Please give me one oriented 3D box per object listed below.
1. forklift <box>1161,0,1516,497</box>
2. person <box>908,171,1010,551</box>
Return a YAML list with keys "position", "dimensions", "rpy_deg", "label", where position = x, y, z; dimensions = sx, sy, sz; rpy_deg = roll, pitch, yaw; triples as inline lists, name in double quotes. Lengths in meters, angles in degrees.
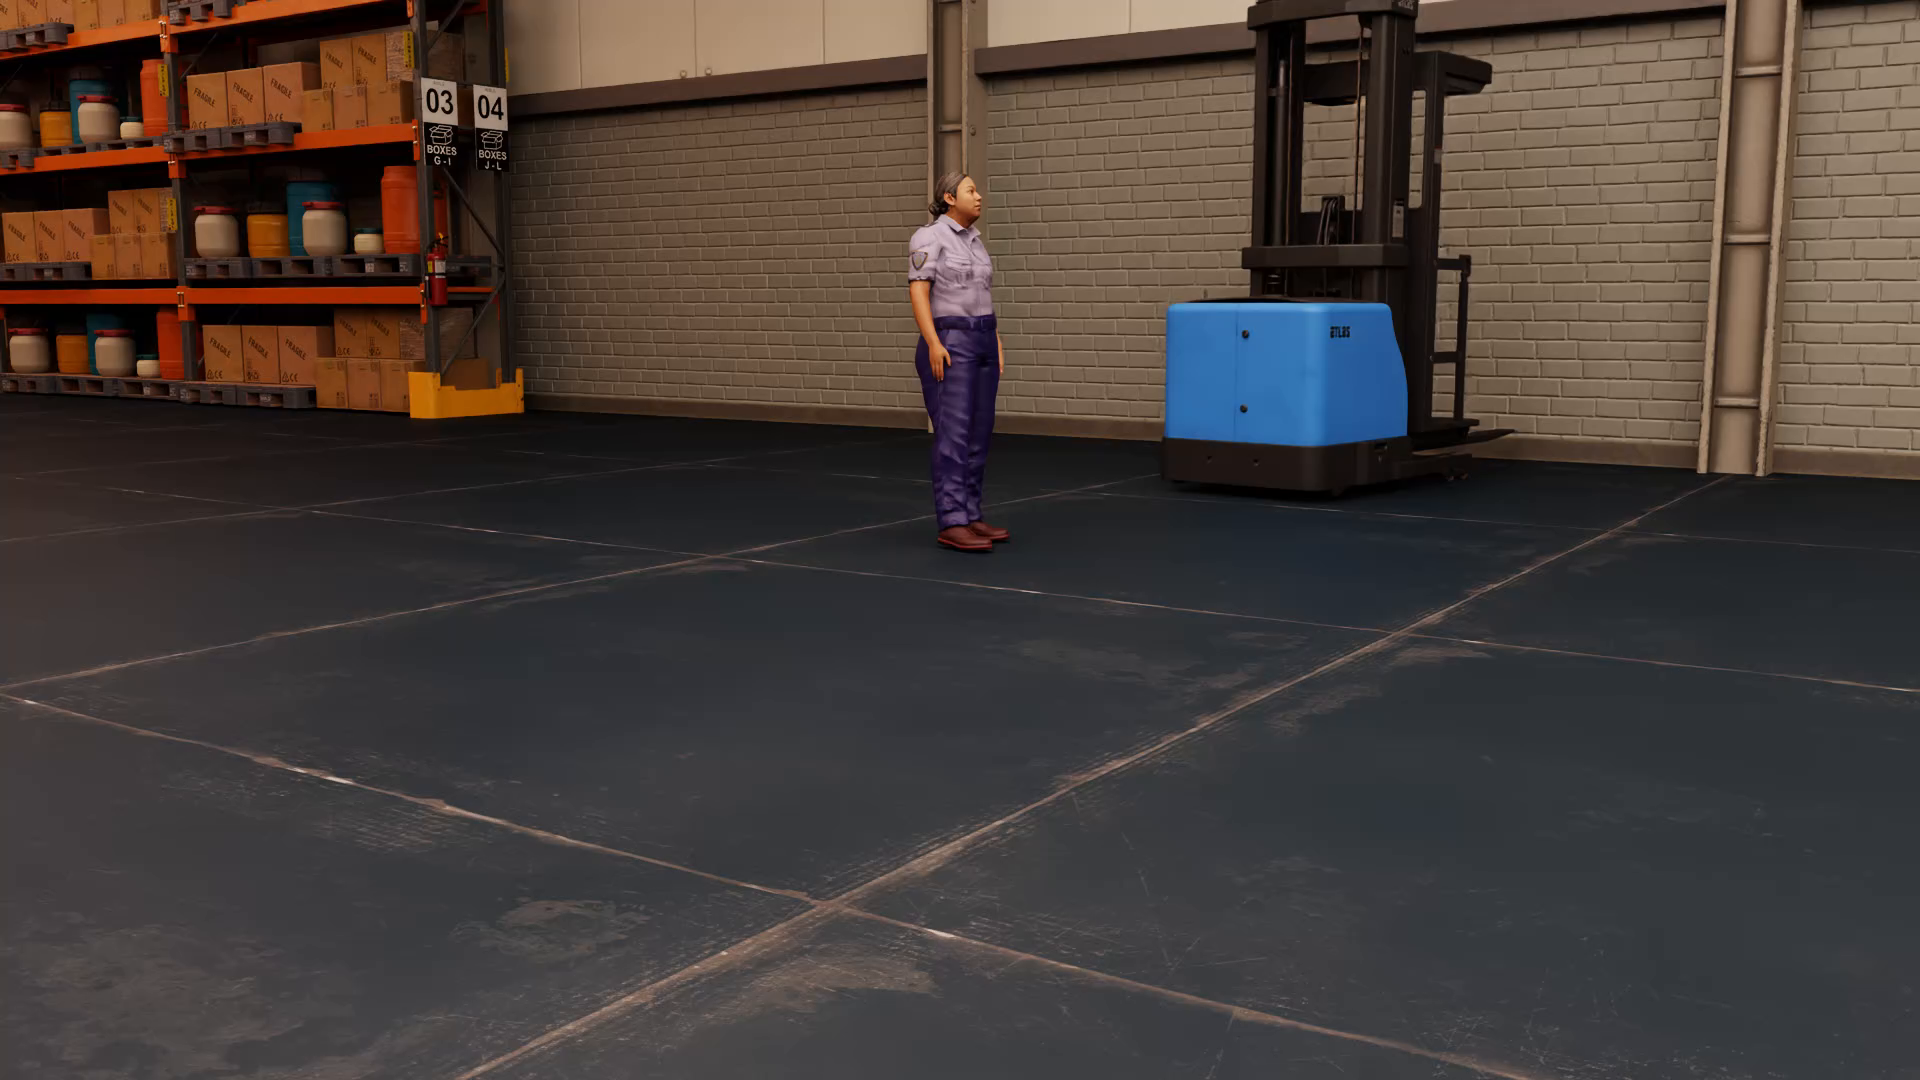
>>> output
- position: [2.508, -1.844, 10.161]
  dimensions: [1.130, 2.935, 3.031]
  rpy_deg: [7, 11, 41]
  label: "forklift"
- position: [0.061, -0.813, 7.419]
  dimensions: [0.503, 1.650, 0.599]
  rpy_deg: [5, 10, 34]
  label: "person"
